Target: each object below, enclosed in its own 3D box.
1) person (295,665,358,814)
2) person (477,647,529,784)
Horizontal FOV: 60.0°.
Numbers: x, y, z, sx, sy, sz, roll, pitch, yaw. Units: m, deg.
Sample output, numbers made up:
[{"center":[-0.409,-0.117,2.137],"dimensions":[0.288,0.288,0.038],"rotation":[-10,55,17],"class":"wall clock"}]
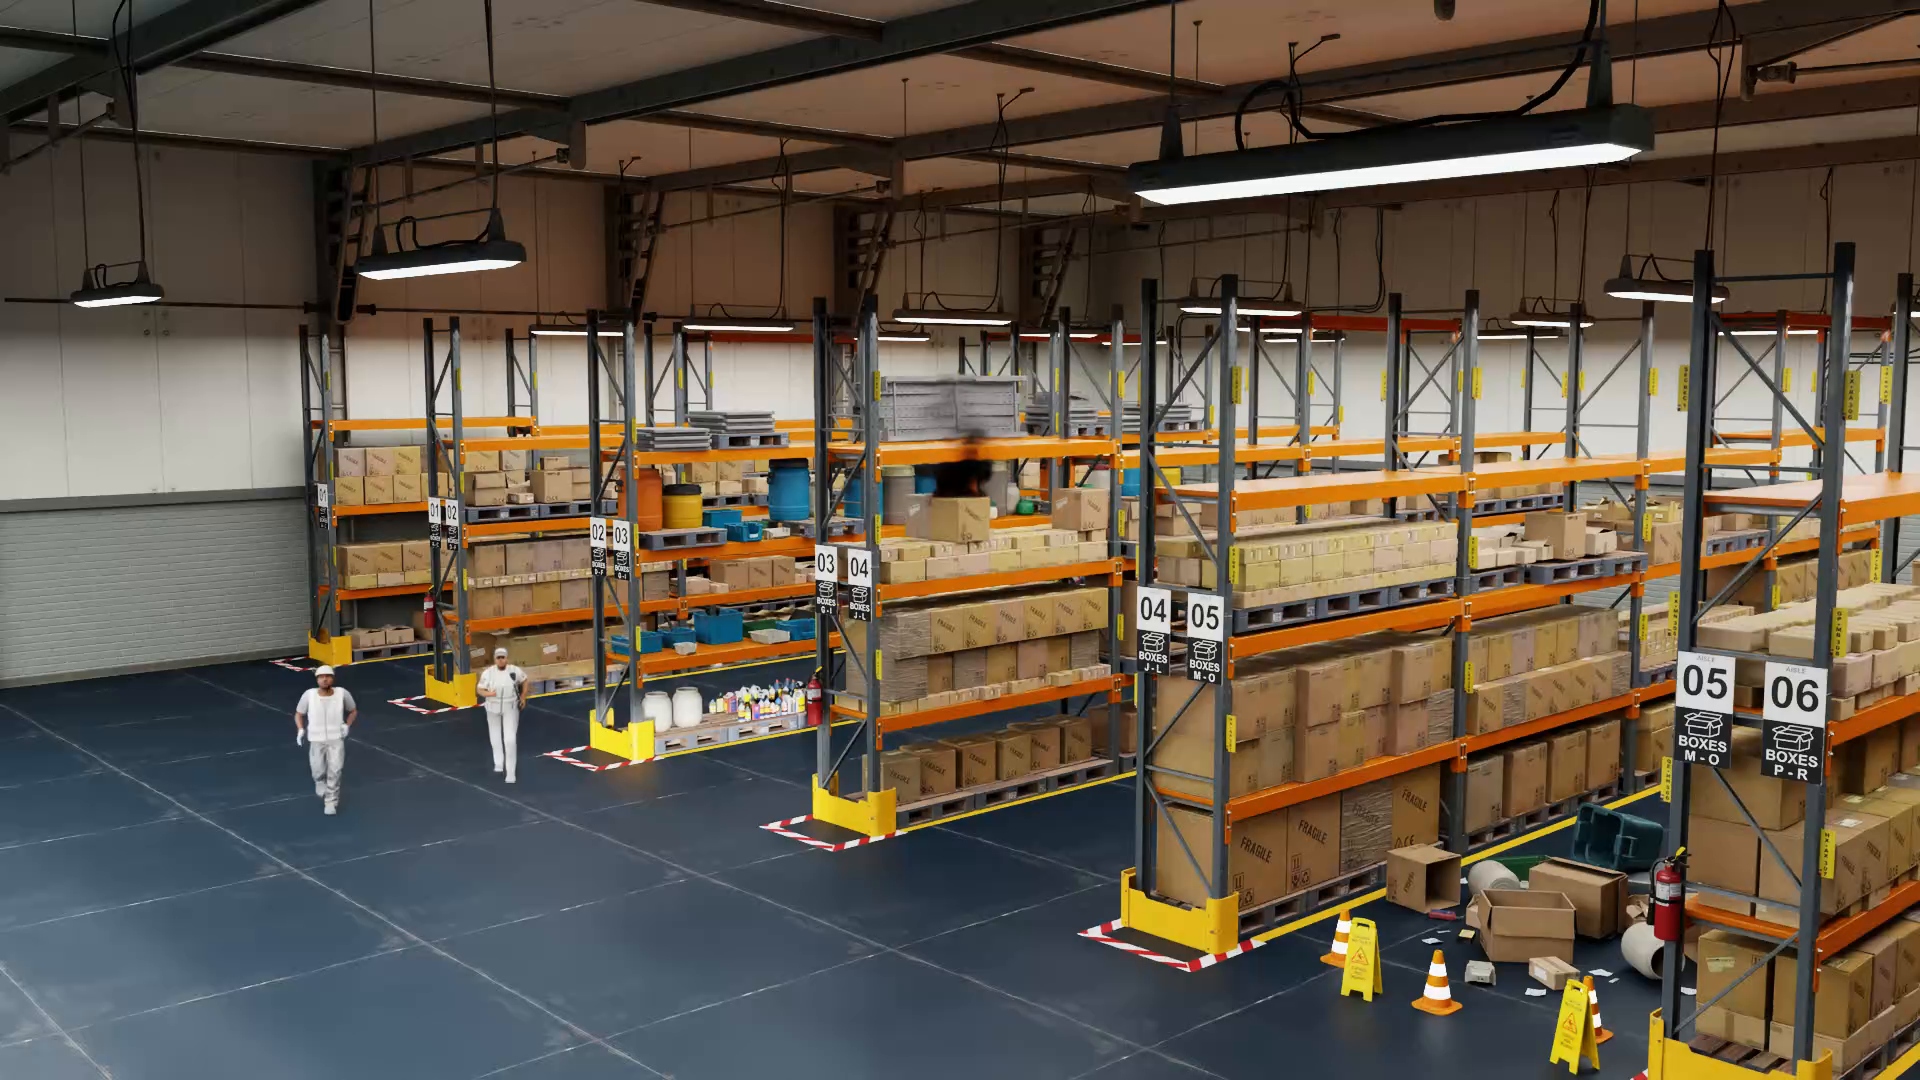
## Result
[{"center":[-7.448,2.332,19.581],"dimensions":[0.689,1.737,0.602],"rotation":[-2,6,-20],"class":"person"},{"center":[-5.805,2.215,21.135],"dimensions":[0.609,1.729,0.736],"rotation":[-1,6,-8],"class":"person"}]
